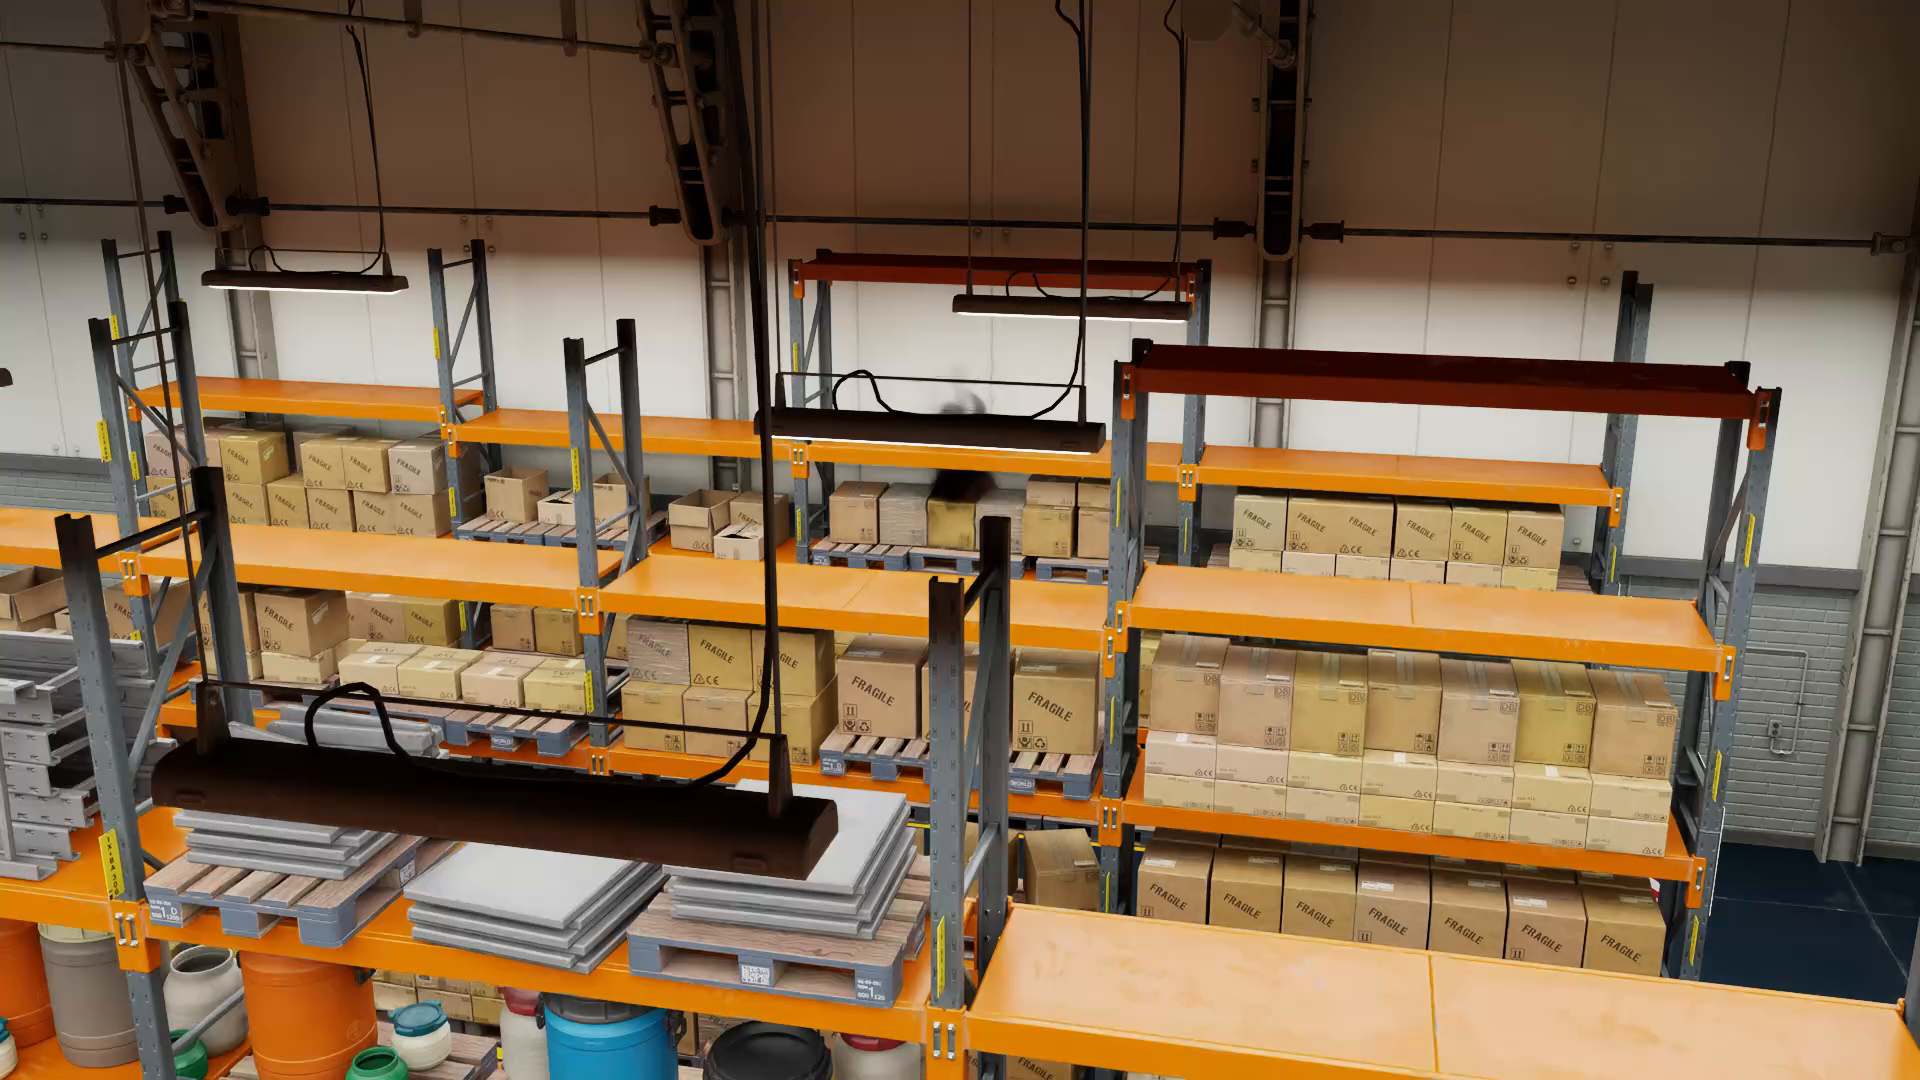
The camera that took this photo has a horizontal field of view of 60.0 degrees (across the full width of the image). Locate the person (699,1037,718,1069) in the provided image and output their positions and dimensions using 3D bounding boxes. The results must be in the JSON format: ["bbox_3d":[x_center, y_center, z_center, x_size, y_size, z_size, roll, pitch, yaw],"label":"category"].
[{"bbox_3d":[-1.618,4.111,11.241,0.943,1.699,0.673,1,16,4],"label":"person"}]
